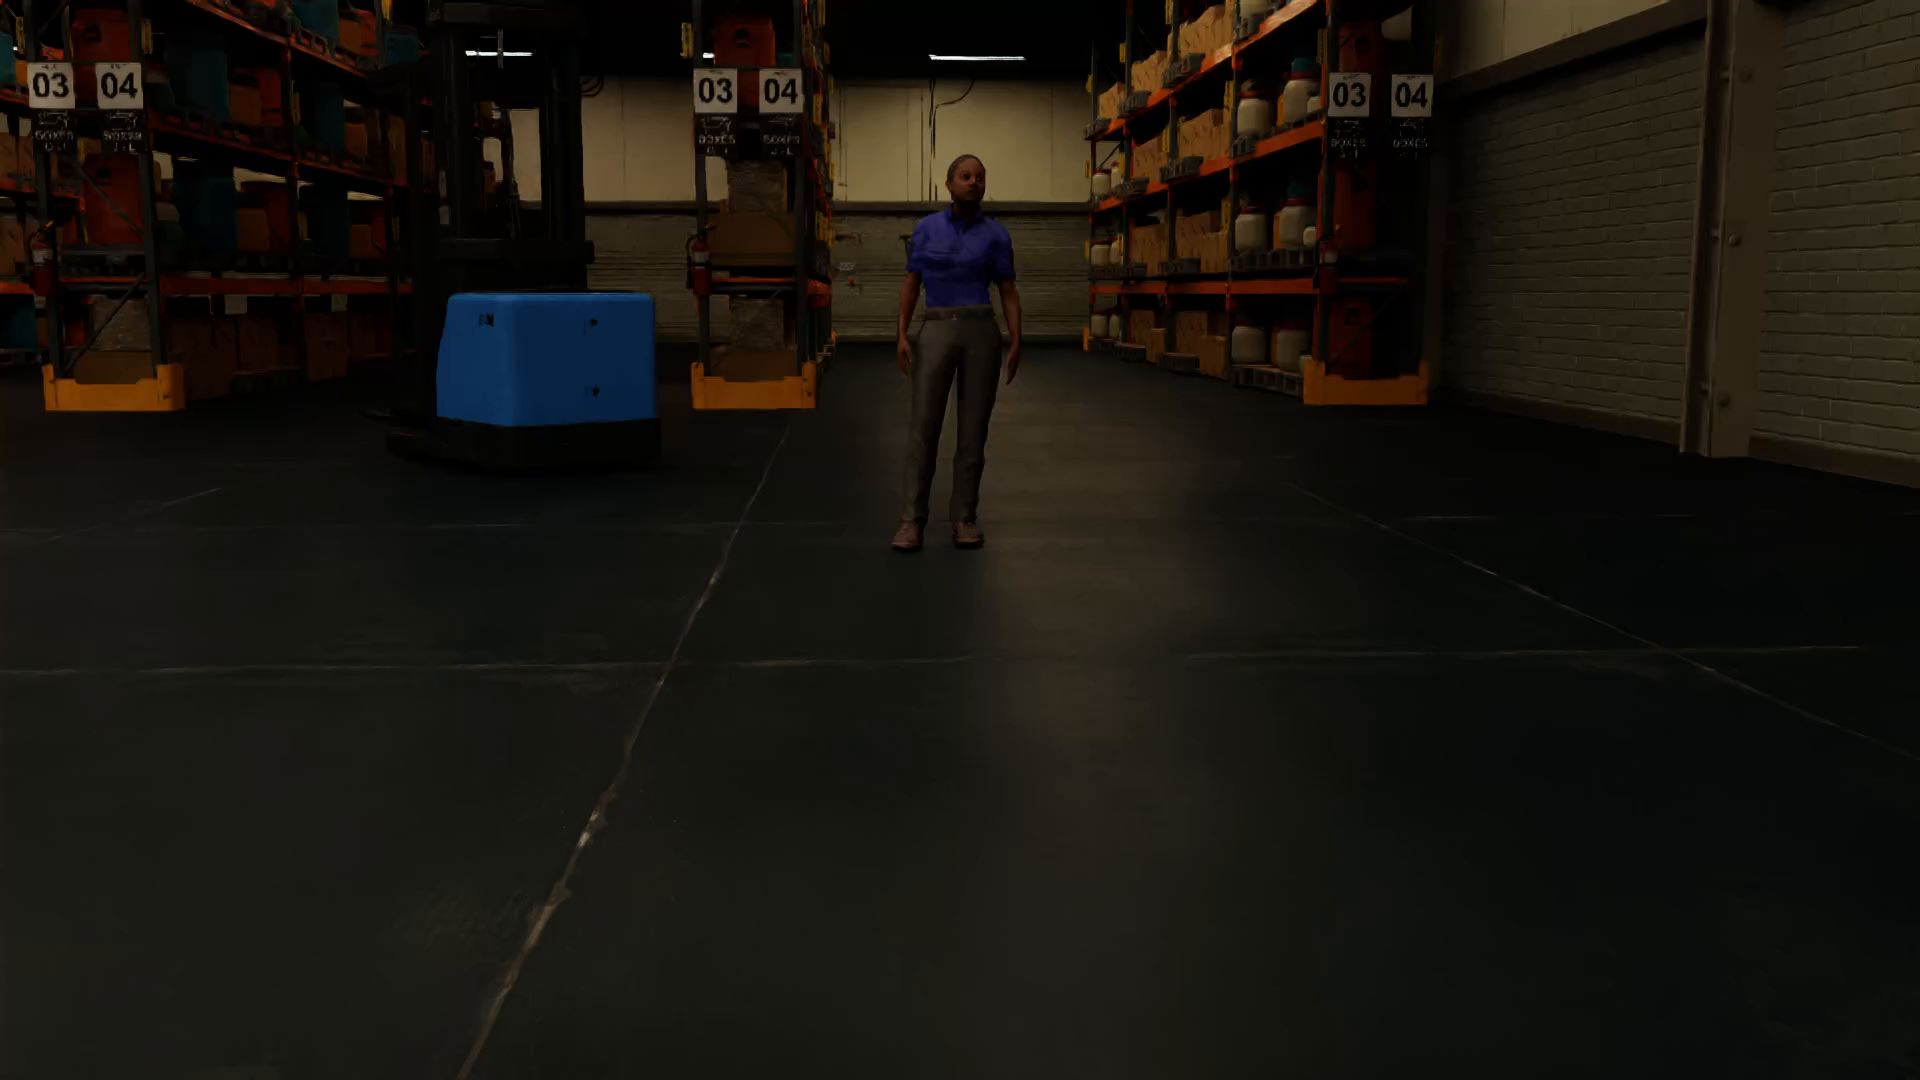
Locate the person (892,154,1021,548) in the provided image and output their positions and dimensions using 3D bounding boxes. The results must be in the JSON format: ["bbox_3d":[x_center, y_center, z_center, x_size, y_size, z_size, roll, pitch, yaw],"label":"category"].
[{"bbox_3d":[-0.014,-0.812,7.100,0.570,1.654,0.503,-1,8,-4],"label":"person"}]

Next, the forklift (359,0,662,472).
[{"bbox_3d":[-3.156,-2.018,10.919,1.130,2.935,3.031,-7,11,-38],"label":"forklift"}]
